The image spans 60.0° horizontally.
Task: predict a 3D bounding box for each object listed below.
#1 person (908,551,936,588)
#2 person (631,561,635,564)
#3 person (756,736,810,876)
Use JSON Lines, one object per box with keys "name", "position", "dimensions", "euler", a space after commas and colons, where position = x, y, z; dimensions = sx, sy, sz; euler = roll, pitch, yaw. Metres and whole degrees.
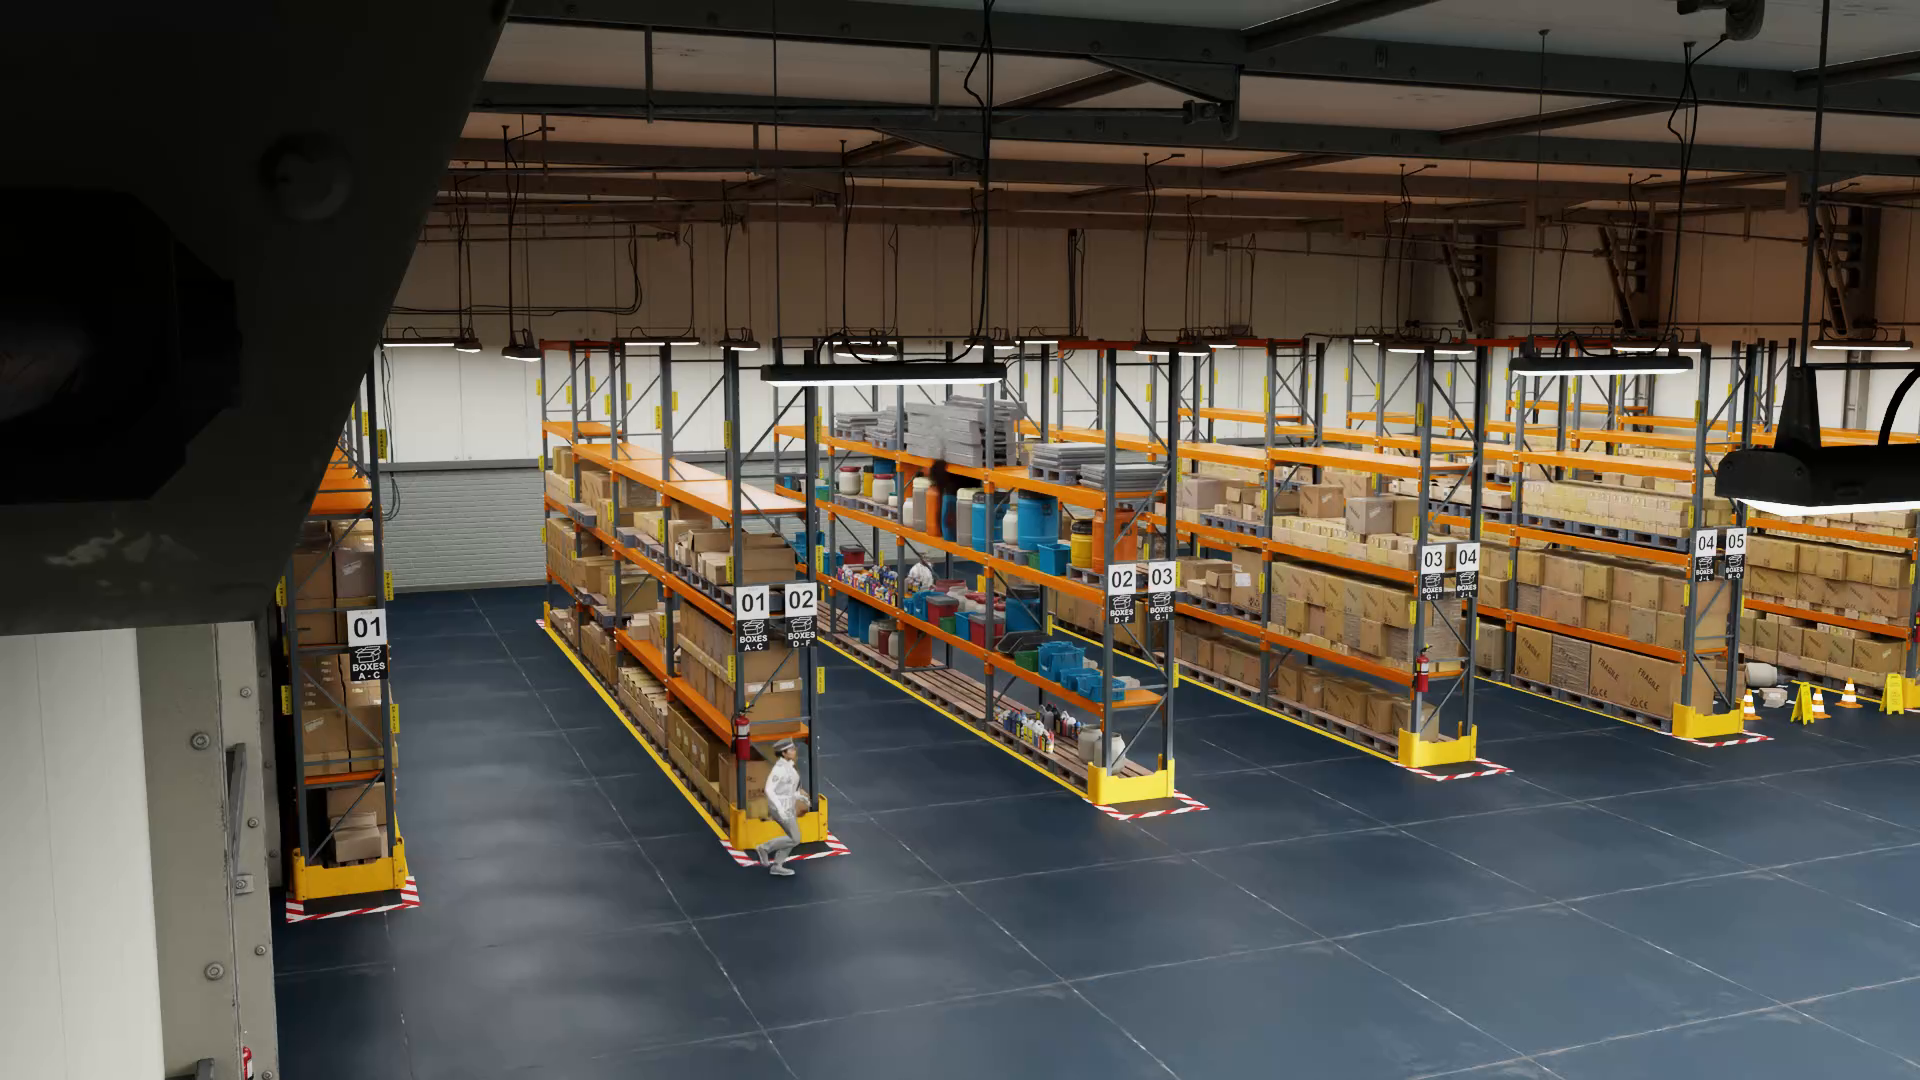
{"name": "person", "position": [-0.837, 1.056, 34.100], "dimensions": [0.666, 1.729, 0.803], "euler": [-6, 9, -38]}
{"name": "person", "position": [-6.896, 0.834, 35.790], "dimensions": [0.872, 1.751, 0.656], "euler": [6, 10, 39]}
{"name": "person", "position": [-2.029, 3.054, 19.067], "dimensions": [0.575, 1.635, 0.612], "euler": [1, 8, 10]}
